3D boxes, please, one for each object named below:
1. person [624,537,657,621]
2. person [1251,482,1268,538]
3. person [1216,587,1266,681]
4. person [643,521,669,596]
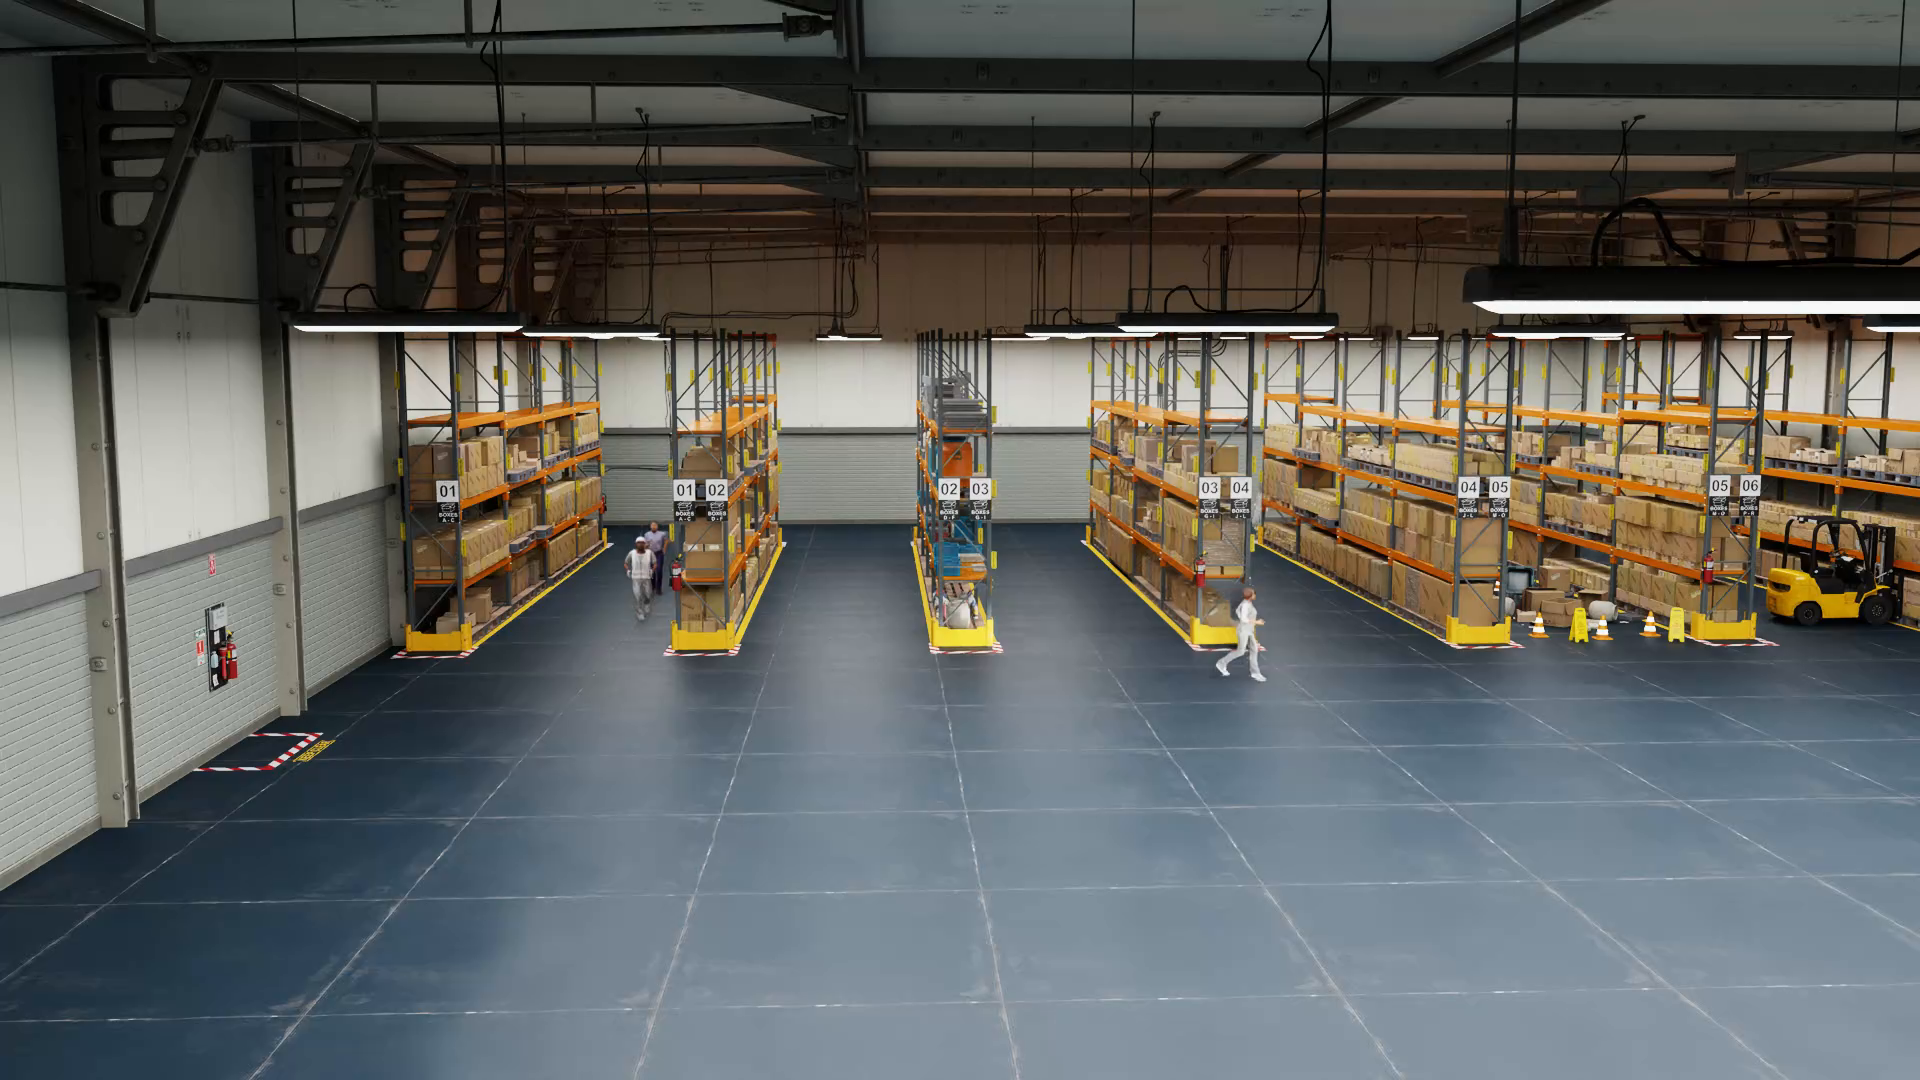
[{"bbox_3d":[-6.632,0.793,34.563,0.685,1.735,0.667,-1,7,-11],"label":"person"},{"bbox_3d":[8.864,-0.883,48.881,0.561,1.730,0.711,-1,7,-12],"label":"person"},{"bbox_3d":[4.808,1.596,28.343,0.855,1.605,0.516,3,7,21],"label":"person"},{"bbox_3d":[-7.006,0.407,38.186,0.588,1.699,0.735,0,7,-4],"label":"person"}]
